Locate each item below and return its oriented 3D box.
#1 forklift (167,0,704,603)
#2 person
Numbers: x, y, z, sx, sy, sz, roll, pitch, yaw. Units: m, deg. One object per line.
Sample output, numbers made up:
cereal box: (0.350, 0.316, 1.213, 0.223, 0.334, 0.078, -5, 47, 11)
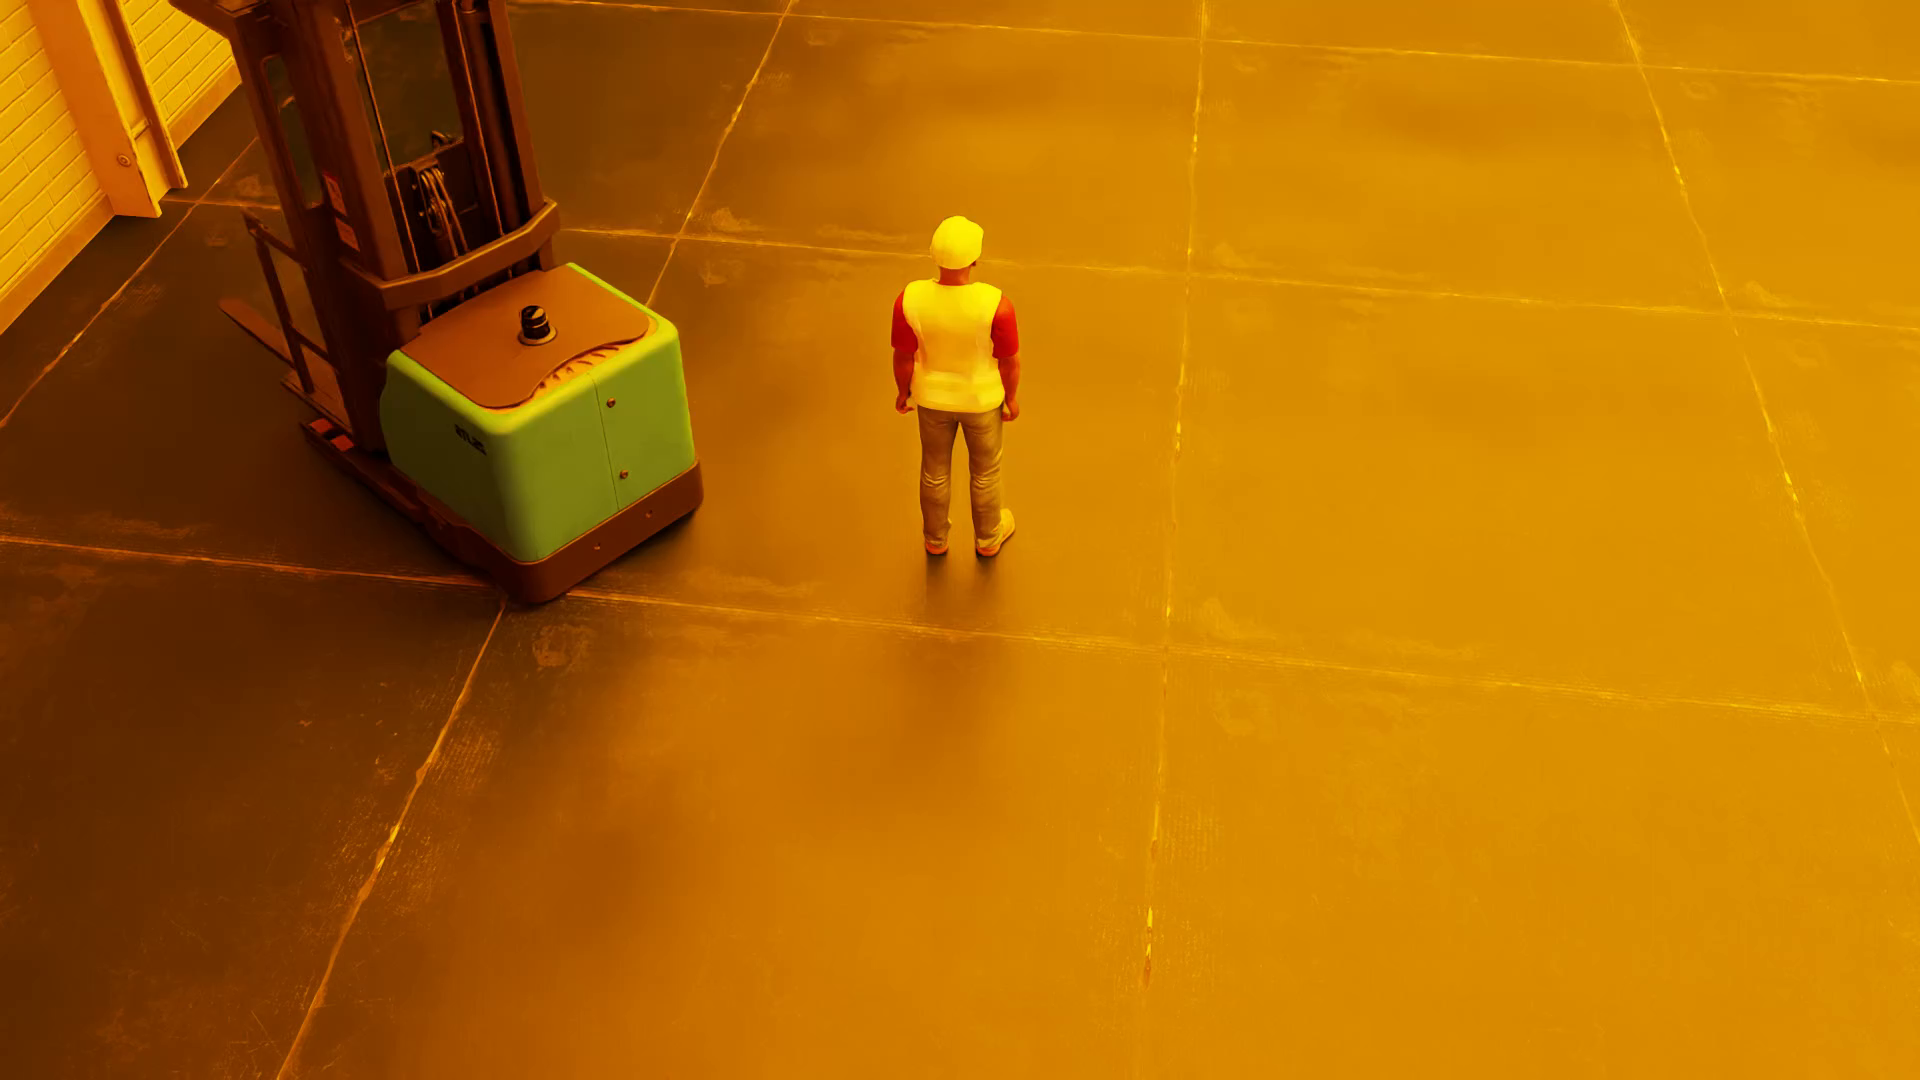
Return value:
forklift: (-2.660, -1.668, 7.540, 3.031, 2.935, 1.130, 32, 51, 30)
person: (-0.010, -0.653, 7.296, 0.556, 1.770, 0.388, 5, 43, 6)
